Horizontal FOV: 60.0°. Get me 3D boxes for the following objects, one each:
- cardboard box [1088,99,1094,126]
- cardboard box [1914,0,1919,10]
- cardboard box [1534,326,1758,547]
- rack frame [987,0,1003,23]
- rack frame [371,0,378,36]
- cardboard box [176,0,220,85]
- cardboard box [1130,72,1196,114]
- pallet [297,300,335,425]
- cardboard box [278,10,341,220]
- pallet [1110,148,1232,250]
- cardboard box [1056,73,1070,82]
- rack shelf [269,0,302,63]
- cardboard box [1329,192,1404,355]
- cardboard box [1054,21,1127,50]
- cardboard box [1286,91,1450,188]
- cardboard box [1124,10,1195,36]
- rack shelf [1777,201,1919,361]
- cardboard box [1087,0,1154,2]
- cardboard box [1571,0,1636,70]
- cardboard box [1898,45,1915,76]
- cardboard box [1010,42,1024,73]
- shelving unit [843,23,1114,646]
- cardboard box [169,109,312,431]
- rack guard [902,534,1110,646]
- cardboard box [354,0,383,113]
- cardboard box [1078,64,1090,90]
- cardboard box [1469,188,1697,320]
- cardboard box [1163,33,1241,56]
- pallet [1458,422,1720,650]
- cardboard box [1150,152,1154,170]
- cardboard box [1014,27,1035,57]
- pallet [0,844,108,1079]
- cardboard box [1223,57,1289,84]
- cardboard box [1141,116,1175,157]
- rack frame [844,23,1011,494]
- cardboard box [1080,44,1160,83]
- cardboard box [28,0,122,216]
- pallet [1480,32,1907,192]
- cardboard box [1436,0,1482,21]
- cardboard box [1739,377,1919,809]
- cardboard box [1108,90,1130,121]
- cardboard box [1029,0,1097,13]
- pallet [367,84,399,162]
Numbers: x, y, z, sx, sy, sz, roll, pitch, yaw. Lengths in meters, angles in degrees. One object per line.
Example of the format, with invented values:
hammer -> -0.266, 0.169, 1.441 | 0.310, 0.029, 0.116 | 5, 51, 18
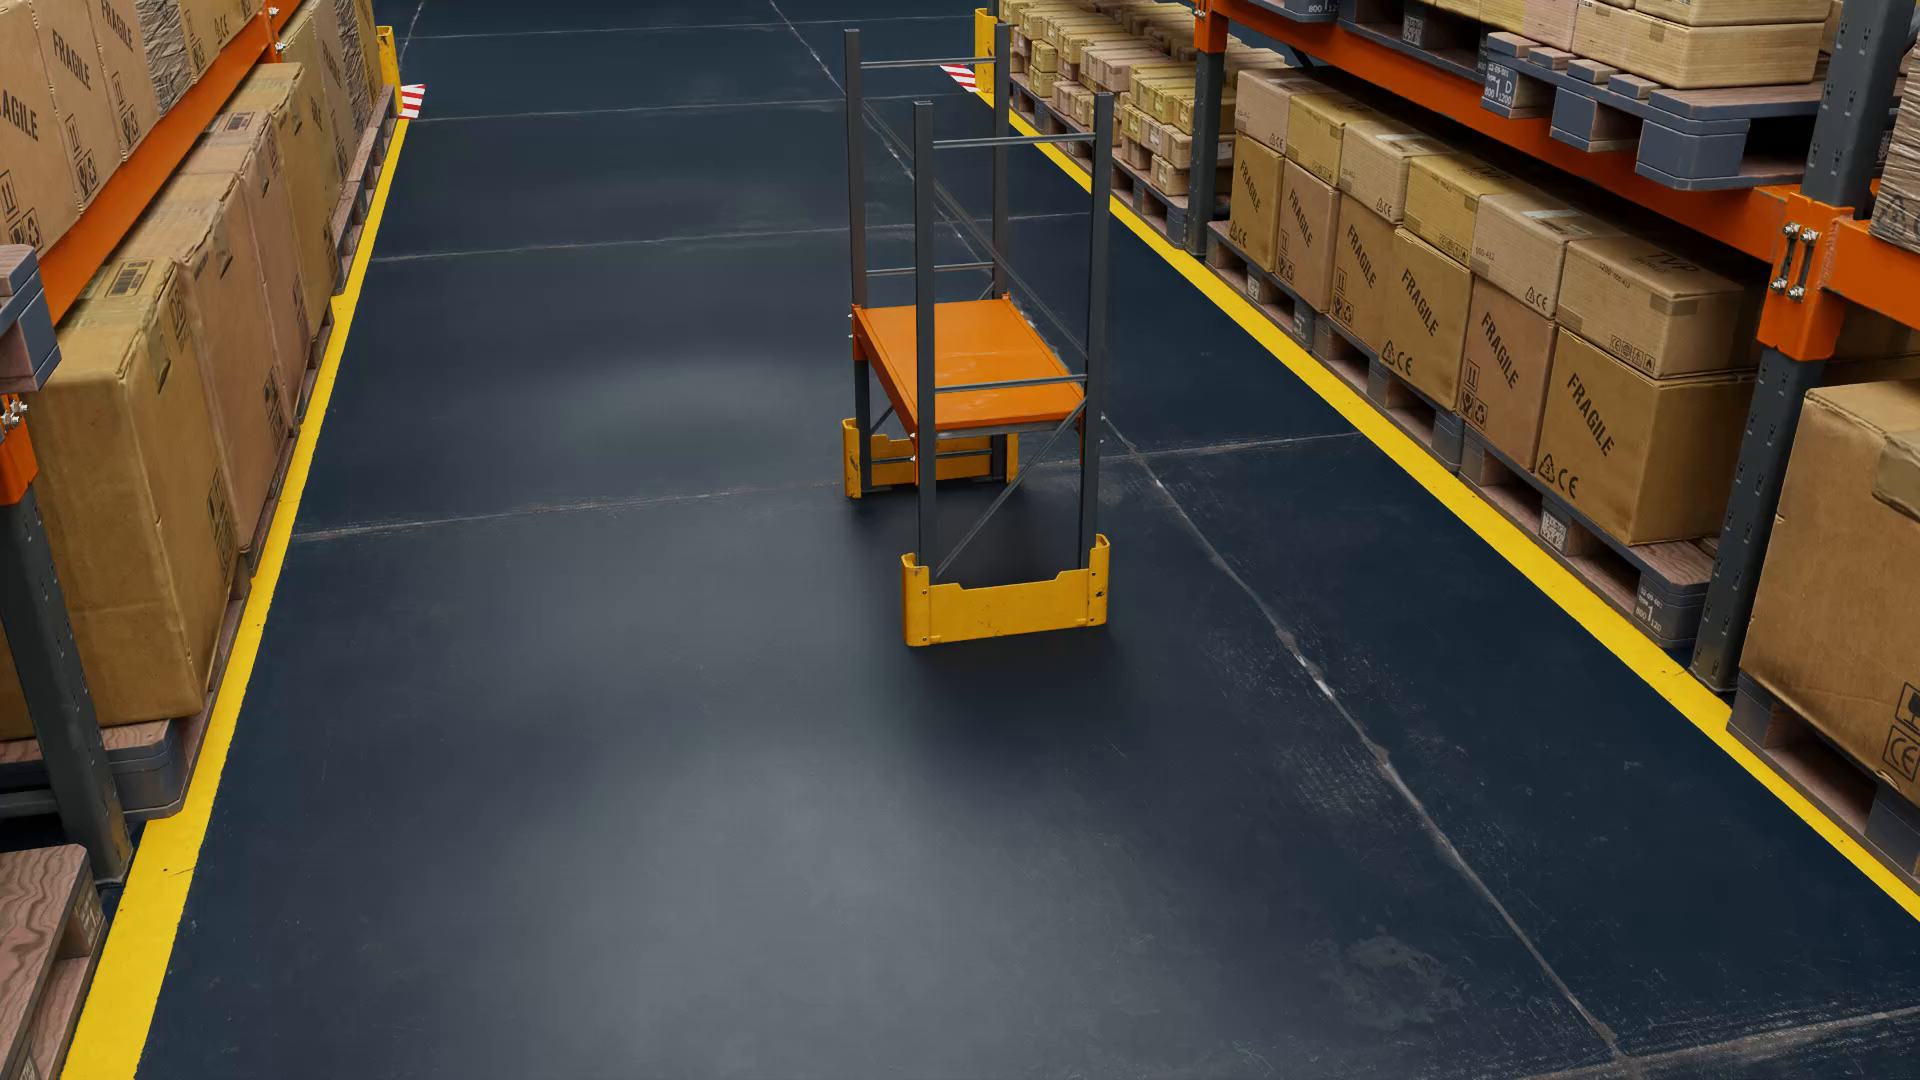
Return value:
cardboard box -> 0.936, -2.385, 9.344 | 0.380, 0.149, 0.250 | -5, 27, -11
cardboard box -> 2.571, -1.442, 4.260 | 0.380, 0.149, 0.250 | -5, 27, -9
cardboard box -> 2.081, -0.335, 4.893 | 0.500, 0.500, 0.500 | -6, 27, -12
rack frame -> 0.681, -4.513, 10.862 | 1.000, 3.000, 0.127 | -6, 27, -12
rack frame -> -4.174, -4.054, 9.952 | 1.000, 3.000, 0.127 | -6, 27, -12
cardboard box -> -2.672, -1.718, 5.214 | 0.500, 0.500, 0.500 | -6, 27, -12
cardboard box -> 1.090, -2.284, 8.483 | 0.380, 0.149, 0.250 | -6, 27, -12
pallet -> -3.025, -0.722, 6.446 | 1.003, 0.211, 1.213 | -6, 27, -12
cardboard box -> -3.343, -1.835, 7.448 | 0.875, 0.875, 0.875 | -6, 27, -12
pallet -> 1.397, -1.803, 8.589 | 1.003, 0.211, 1.213 | -6, 27, -12
cardboard box -> 0.790, -2.725, 10.017 | 0.380, 0.149, 0.250 | -6, 27, -11
rack shelf -> -3.723, -2.855, 8.375 | 1.077, 0.370, 4.000 | -6, 27, -12
cardboard box -> 1.743, -1.017, 6.243 | 0.500, 0.500, 0.500 | -5, 27, -11
cardboard box -> 0.770, -2.973, 9.849 | 0.380, 0.149, 0.250 | -5, 27, -10
cardboard box -> 1.614, -1.579, 6.525 | 0.500, 0.250, 0.500 | -5, 27, -10
cardboard box -> 1.227, -3.150, 10.199 | 0.380, 0.149, 0.250 | -7, 28, -14
rack shelf -> 2.935, 0.198, 2.327 | 1.077, 0.370, 4.000 | -6, 27, -12
cardboard box -> 1.047, -3.487, 10.867 | 0.380, 0.149, 0.250 | -6, 27, -11
cardboard box -> 1.871, -1.355, 4.419 | 0.380, 0.149, 0.250 | -6, 27, -12
cardboard box -> 2.580, -1.293, 4.296 | 0.380, 0.149, 0.250 | -6, 27, -12
cardboard box -> 0.487, -3.165, 10.890 | 0.380, 0.149, 0.250 | -5, 27, -11
shelving unit -> 0.017, -0.636, 4.846 | 0.587, 1.500, 1.083 | -6, 27, -12
cardboard box -> -2.906, -0.866, 5.528 | 1.225, 0.875, 0.875 | -7, 28, -13
rack guard -> 0.129, 0.141, 4.694 | 0.587, 0.250, 0.087 | -6, 27, -12
cardboard box -> -3.952, -3.020, 9.796 | 0.875, 0.875, 0.875 | -6, 27, -12
cardboard box -> 0.903, -2.735, 9.707 | 0.380, 0.149, 0.250 | -5, 27, -9
cardboard box -> 1.950, -0.902, 5.183 | 0.500, 0.250, 0.500 | -6, 27, -11
cardboard box -> 1.380, -2.798, 9.503 | 0.380, 0.149, 0.250 | -6, 27, -11
pallet -> 2.310, -0.099, 5.213 | 1.003, 0.211, 1.213 | -6, 27, -12
cardboard box -> 1.185, -1.932, 8.447 | 0.380, 0.149, 0.250 | -5, 27, -10
cardboard box -> 0.556, -3.179, 10.586 | 0.380, 0.149, 0.250 | -6, 27, -12
pallet -> -2.196, 1.046, 2.943 | 1.003, 0.211, 1.213 | -6, 27, -12
cardboard box -> 1.517, -2.455, 8.822 | 0.380, 0.149, 0.250 | -7, 28, -13
cardboard box -> 1.129, -2.028, 8.307 | 0.380, 0.149, 0.250 | -7, 28, -14
rack frame -> -0.095, -0.855, 5.280 | 0.500, 1.500, 0.032 | -6, 27, -12
cardboard box -> 0.883, -2.632, 9.174 | 0.380, 0.149, 0.250 | -7, 28, -13
cardboard box -> -2.334, -1.054, 3.897 | 0.500, 0.500, 0.500 | -7, 28, -13
pallet -> 2.220, -1.217, 4.546 | 1.213, 0.211, 1.003 | -6, 27, -12
cardboard box -> 1.698, -1.696, 5.094 | 0.380, 0.149, 0.250 | -7, 28, -14
cardboard box -> 2.534, 0.092, 3.769 | 1.050, 0.750, 0.750 | -6, 27, -12
cardboard box -> 1.014, -2.374, 8.992 | 0.380, 0.149, 0.250 | -5, 27, -10
cardboard box -> 0.648, -3.320, 10.537 | 0.380, 0.149, 0.250 | -5, 27, -11
pallet -> -3.917, -2.466, 9.901 | 1.003, 0.211, 1.213 | -6, 27, -12
